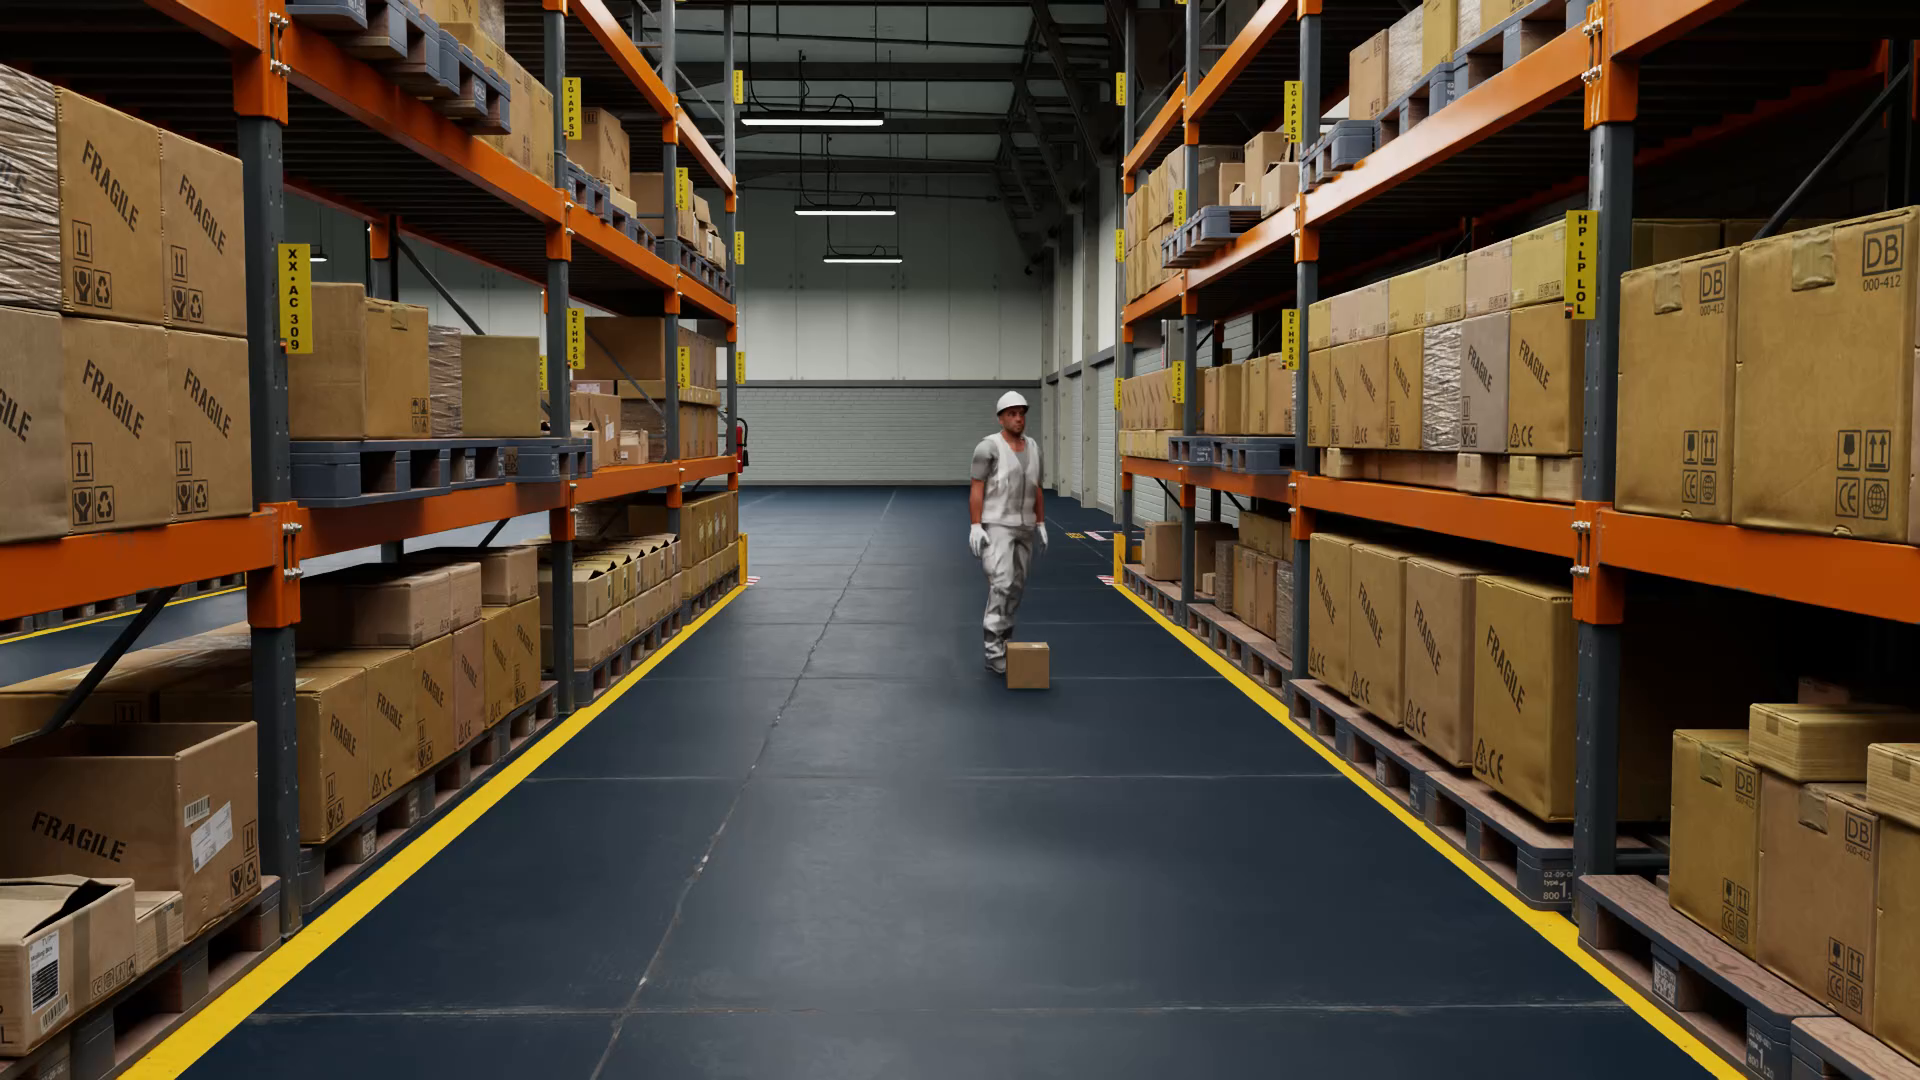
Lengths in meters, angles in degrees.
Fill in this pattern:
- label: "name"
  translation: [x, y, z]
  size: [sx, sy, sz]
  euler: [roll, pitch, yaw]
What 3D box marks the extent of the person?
- label: "person"
  translation: [0.349, -0.061, 10.661]
  size: [0.598, 1.780, 0.562]
  euler: [-3, 5, -41]
